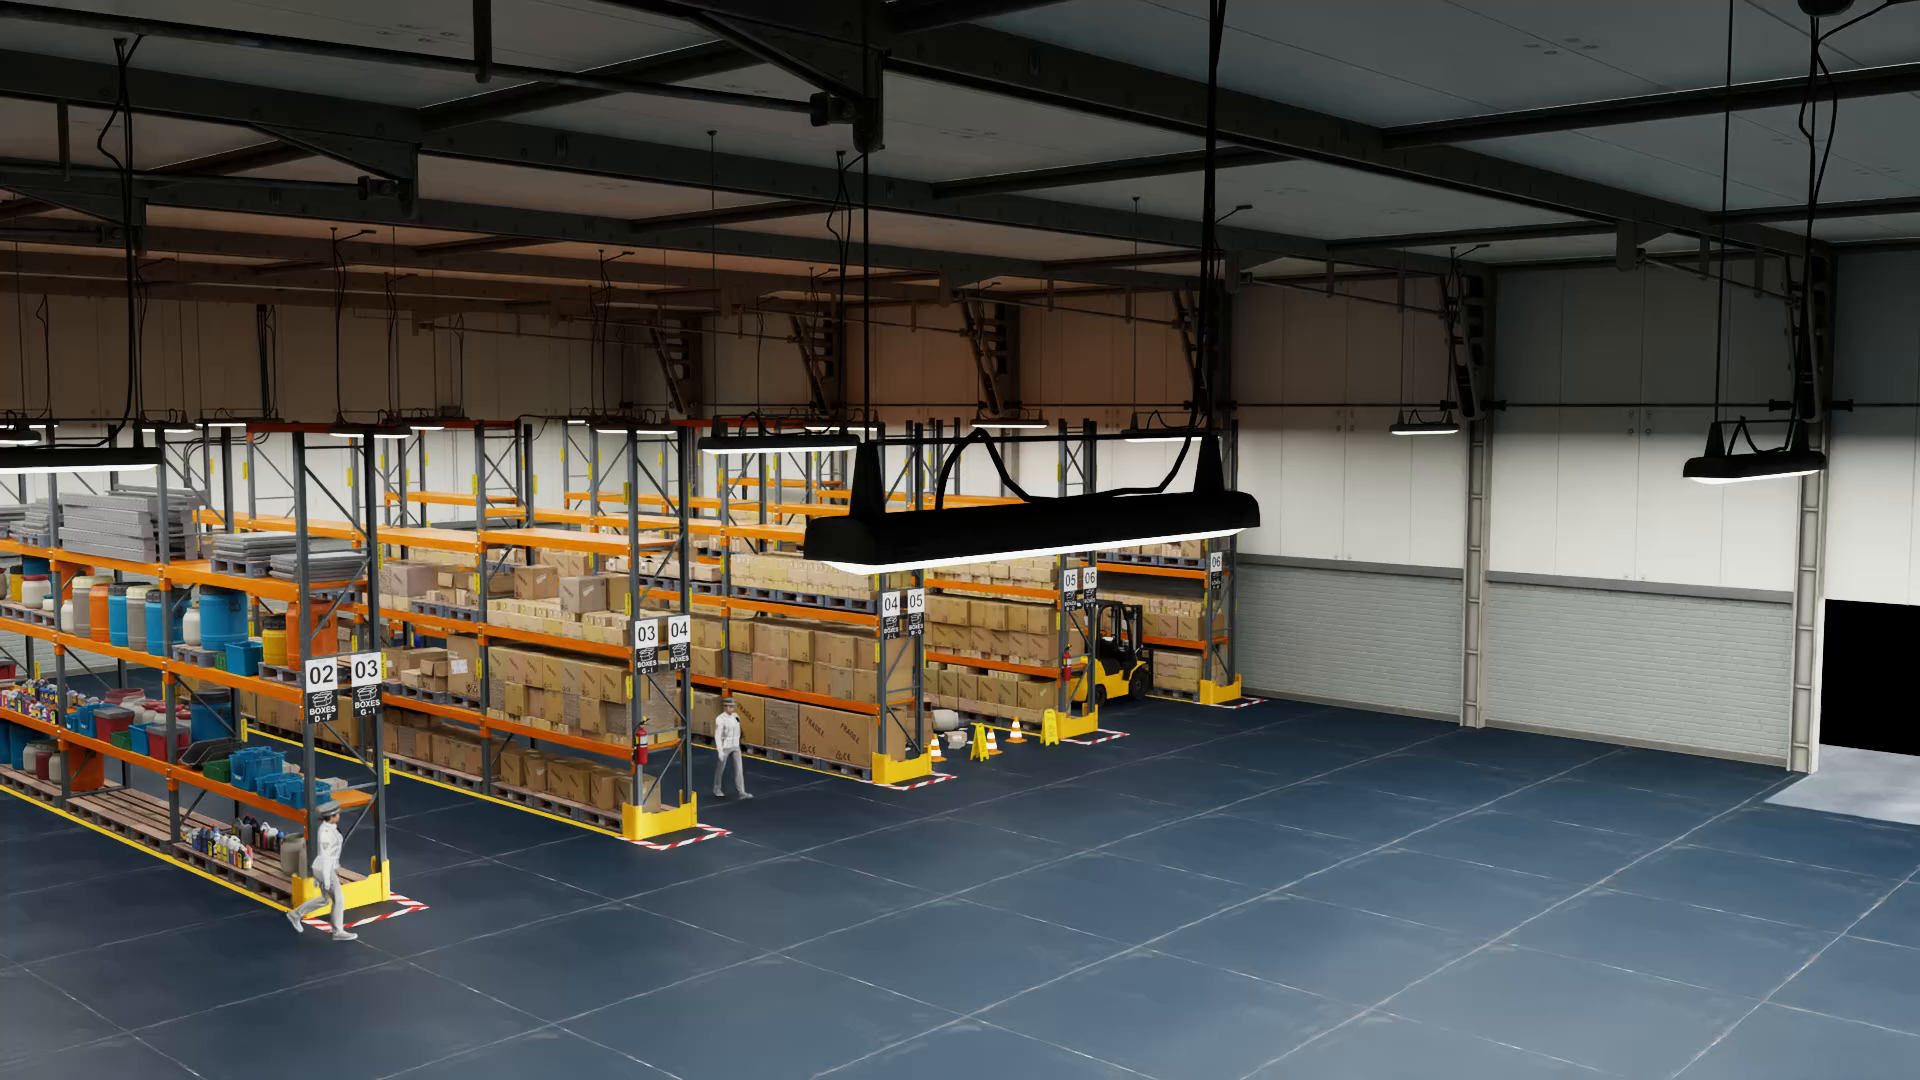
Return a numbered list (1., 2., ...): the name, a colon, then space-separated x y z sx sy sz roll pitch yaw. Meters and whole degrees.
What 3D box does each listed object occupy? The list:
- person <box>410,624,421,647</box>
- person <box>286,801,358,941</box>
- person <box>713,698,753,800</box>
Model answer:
1. person: -11.593 2.615 35.335 0.472 1.653 0.486 2 5 24
2. person: -7.543 3.896 19.600 0.821 1.640 0.484 -1 5 -11
3. person: -3.662 3.332 26.582 0.534 1.626 0.902 -4 6 -39
